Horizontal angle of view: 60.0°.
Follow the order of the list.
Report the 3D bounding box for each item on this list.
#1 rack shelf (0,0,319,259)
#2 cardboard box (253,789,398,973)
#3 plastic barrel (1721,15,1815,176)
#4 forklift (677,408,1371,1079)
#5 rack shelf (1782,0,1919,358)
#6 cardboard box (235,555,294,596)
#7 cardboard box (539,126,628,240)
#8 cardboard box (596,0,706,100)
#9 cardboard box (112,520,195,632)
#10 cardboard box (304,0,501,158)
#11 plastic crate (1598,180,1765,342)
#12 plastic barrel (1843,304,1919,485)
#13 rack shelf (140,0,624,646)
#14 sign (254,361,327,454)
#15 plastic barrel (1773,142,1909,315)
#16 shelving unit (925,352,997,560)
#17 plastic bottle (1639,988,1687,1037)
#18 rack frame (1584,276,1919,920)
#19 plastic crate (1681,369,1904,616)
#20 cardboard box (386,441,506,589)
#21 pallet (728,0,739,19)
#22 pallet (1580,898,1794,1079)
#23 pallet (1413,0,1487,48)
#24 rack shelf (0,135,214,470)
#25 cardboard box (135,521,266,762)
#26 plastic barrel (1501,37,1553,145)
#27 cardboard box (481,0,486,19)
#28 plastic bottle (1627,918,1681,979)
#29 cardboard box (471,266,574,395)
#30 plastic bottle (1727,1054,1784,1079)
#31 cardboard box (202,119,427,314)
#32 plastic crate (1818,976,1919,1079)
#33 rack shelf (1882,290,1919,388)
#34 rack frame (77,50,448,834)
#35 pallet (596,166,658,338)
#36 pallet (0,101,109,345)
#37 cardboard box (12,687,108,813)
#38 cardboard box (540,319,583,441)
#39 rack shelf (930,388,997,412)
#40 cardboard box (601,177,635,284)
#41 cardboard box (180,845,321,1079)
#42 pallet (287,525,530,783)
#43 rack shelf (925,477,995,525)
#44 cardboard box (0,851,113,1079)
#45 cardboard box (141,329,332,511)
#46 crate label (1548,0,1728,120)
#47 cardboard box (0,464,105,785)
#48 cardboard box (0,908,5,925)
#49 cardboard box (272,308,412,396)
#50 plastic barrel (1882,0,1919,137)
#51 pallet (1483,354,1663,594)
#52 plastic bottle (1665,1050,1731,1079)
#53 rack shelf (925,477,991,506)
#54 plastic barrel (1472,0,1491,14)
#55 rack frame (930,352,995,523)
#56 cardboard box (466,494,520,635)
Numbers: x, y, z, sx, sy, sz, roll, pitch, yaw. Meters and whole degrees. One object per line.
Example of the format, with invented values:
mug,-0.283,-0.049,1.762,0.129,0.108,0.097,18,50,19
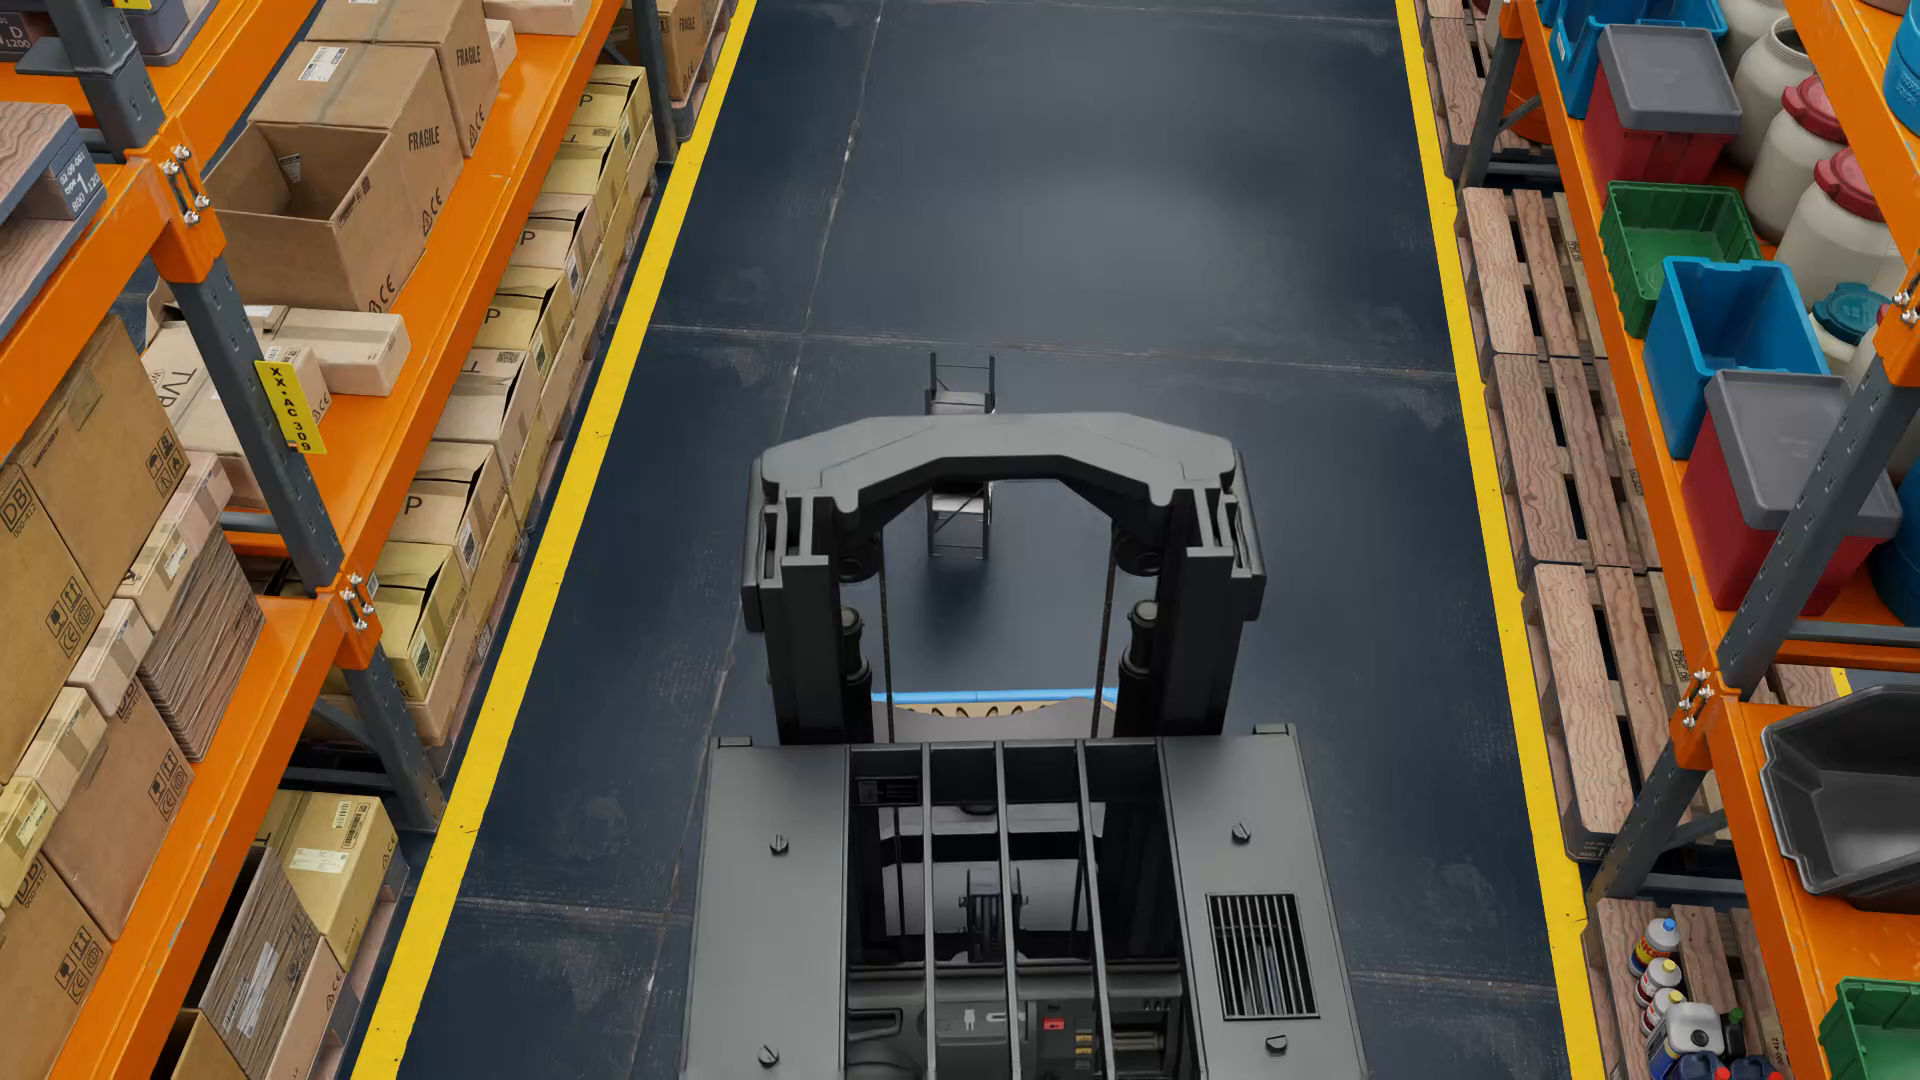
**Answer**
rack shelf,-2.137,-2.303,5.279,1.077,0.370,4.000,4,48,4
cardboard box,-2.144,1.077,5.311,0.500,0.250,0.500,4,48,4
plastic barrel,3.058,-1.626,6.128,0.421,0.512,0.421,0,48,0
forklift,0.090,1.262,3.610,1.130,2.935,3.031,-1,48,-1
rack shelf,2.795,-1.968,4.972,1.077,0.370,4.000,4,48,4
cardboard box,-2.568,0.216,5.719,0.500,0.311,0.500,4,48,4
cardboard box,-1.798,-1.623,7.400,0.500,0.311,0.500,3,48,3
cardboard box,-1.629,-2.624,8.513,0.500,0.500,0.500,6,48,5
cardboard box,-2.156,0.079,4.138,0.380,0.149,0.250,3,48,3
cardboard box,-2.092,-1.803,6.299,0.500,0.500,0.500,2,48,1
plastic crate,2.490,-0.956,5.735,0.450,0.188,0.662,4,48,4
plastic barrel,2.918,-0.463,5.048,0.433,0.535,0.433,0,48,0
rack shelf,-2.137,-1.291,6.386,1.077,0.370,4.000,4,48,4
sign,-1.767,-0.347,4.394,0.100,0.325,0.005,4,48,4
plastic barrel,2.985,-1.002,5.541,0.433,0.535,0.433,0,48,0
shelving unit,0.001,-0.310,6.423,0.258,0.900,0.210,4,48,4
plastic bottle,2.129,1.422,5.015,0.097,0.201,0.097,0,48,0
rack frame,2.613,0.272,4.469,1.000,3.000,0.127,4,48,4
plastic crate,2.352,-0.126,4.789,0.402,0.464,0.583,4,48,4
cardboard box,-1.983,-0.122,6.027,0.500,0.311,0.500,3,48,3
pallet,-1.736,-3.503,9.811,1.003,0.211,1.213,4,48,4
pallet,2.510,1.703,5.049,1.003,0.211,1.213,4,48,4
pallet,3.121,-3.203,9.536,1.003,0.211,1.213,4,48,4
rack shelf,-2.502,0.636,2.590,1.077,0.370,4.000,4,48,4
cardboard box,-2.354,0.229,4.440,0.700,0.500,0.500,3,48,3
plastic barrel,3.005,-2.438,8.133,0.600,0.830,0.708,4,48,4
cardboard box,-2.229,-2.329,6.908,0.500,0.311,0.500,3,48,3
plastic bottle,2.147,1.249,5.126,0.097,0.271,0.097,0,48,0
cardboard box,-1.895,-0.884,6.724,0.500,0.311,0.500,5,48,5
plastic bottle,2.270,1.592,4.758,0.144,0.351,0.185,4,48,4
cardboard box,-2.185,-1.048,5.608,0.500,0.500,0.500,7,48,6
plastic crate,2.208,1.322,3.652,0.450,0.188,0.662,4,48,4
rack shelf,2.431,0.972,2.283,1.077,0.370,4.000,4,48,4
rack frame,-2.320,-0.064,4.776,1.000,3.000,0.127,4,48,4
pallet,-2.069,-1.460,7.942,1.003,0.211,1.213,4,48,4
pallet,-2.372,-0.418,3.127,1.003,0.211,1.213,4,48,4
cardboard box,-2.200,0.465,3.785,0.380,0.149,0.250,4,48,3
cardboard box,-1.896,-0.688,6.925,0.500,0.250,0.500,5,48,4
rack shelf,0.001,-0.469,6.249,0.258,0.077,0.200,4,48,4
cardboard box,-1.804,-1.435,7.609,0.500,0.250,0.500,3,48,3
cardboard box,-2.201,1.191,4.698,0.500,0.500,0.500,4,48,4
pallet,-2.291,0.333,6.302,1.003,0.211,1.213,4,48,4
rack shelf,0.001,-0.166,6.581,0.258,0.077,0.200,4,48,4
cardboard box,-2.445,0.985,3.749,0.700,0.500,0.500,5,48,4
cardboard box,-2.318,-0.378,5.165,0.500,0.250,0.500,7,48,6
crate label,2.617,-1.968,6.493,0.502,0.435,0.616,4,48,4
cardboard box,-2.399,0.162,3.622,0.700,0.500,0.500,4,48,3
cardboard box,-2.248,0.830,3.450,0.380,0.149,0.250,5,48,5
cardboard box,-2.035,-0.617,5.452,0.380,0.149,0.250,4,48,4
plastic barrel,2.443,-1.298,3.532,0.600,0.901,0.708,4,48,4
pallet,2.754,-0.266,6.850,1.003,0.211,1.213,4,48,4
plastic bottle,2.126,1.582,4.767,0.144,0.351,0.185,5,48,5
rack shelf,0.001,-0.226,6.514,0.258,0.077,0.200,4,48,4
plastic barrel,3.108,-3.186,8.981,0.600,0.588,0.708,4,48,4
rack frame,0.010,-0.384,6.492,0.240,0.900,0.006,4,48,4
cardboard box,-1.988,0.067,6.235,0.500,0.250,0.500,5,48,5
